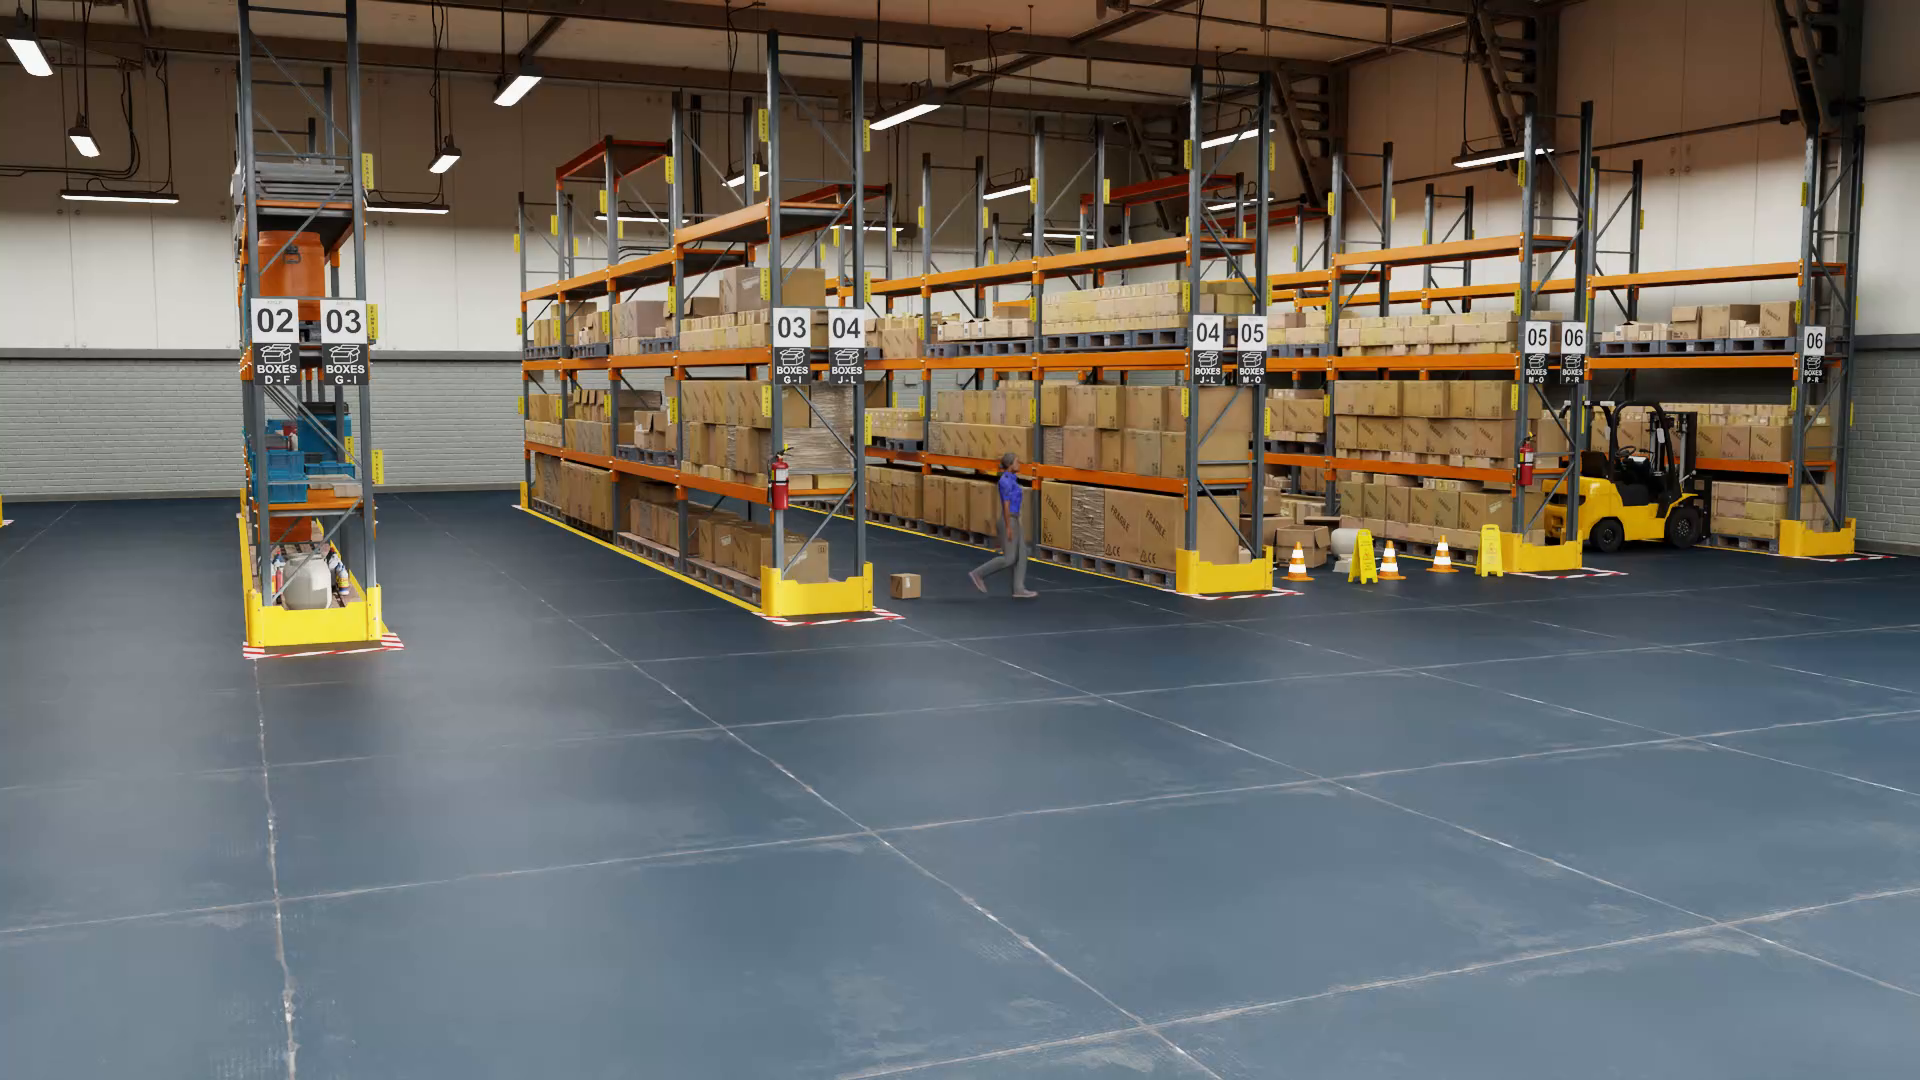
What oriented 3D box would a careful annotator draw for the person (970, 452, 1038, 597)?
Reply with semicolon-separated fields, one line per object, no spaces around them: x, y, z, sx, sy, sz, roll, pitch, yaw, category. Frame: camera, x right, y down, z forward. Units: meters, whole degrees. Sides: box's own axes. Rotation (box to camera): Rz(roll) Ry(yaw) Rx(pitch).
0.495;-0.167;18.606;0.753;1.626;0.448;1;6;8;person
